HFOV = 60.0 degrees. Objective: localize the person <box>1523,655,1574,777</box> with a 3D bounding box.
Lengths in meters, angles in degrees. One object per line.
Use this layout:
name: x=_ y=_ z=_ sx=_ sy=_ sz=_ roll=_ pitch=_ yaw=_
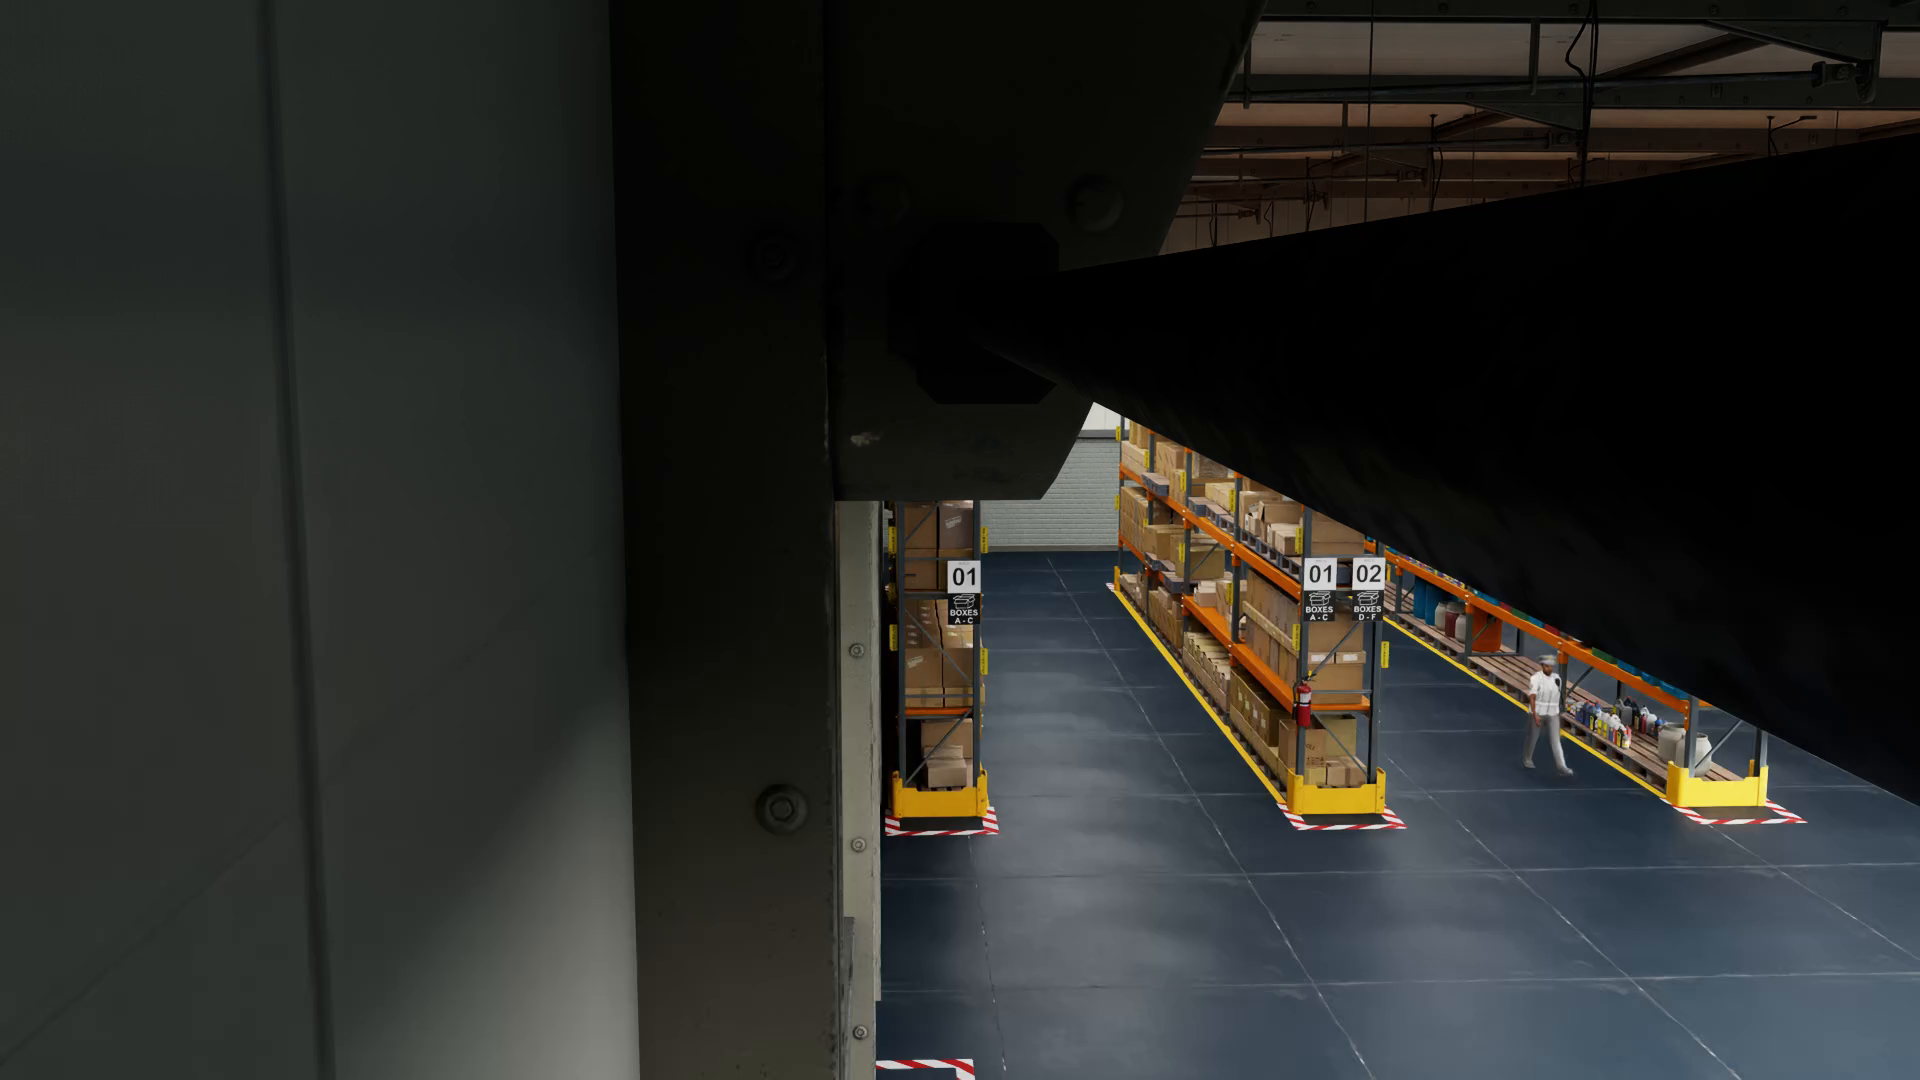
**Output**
person: x=7.826 y=2.331 z=22.163 sx=0.457 sy=1.624 sz=1.053 roll=0 pitch=8 yaw=2
